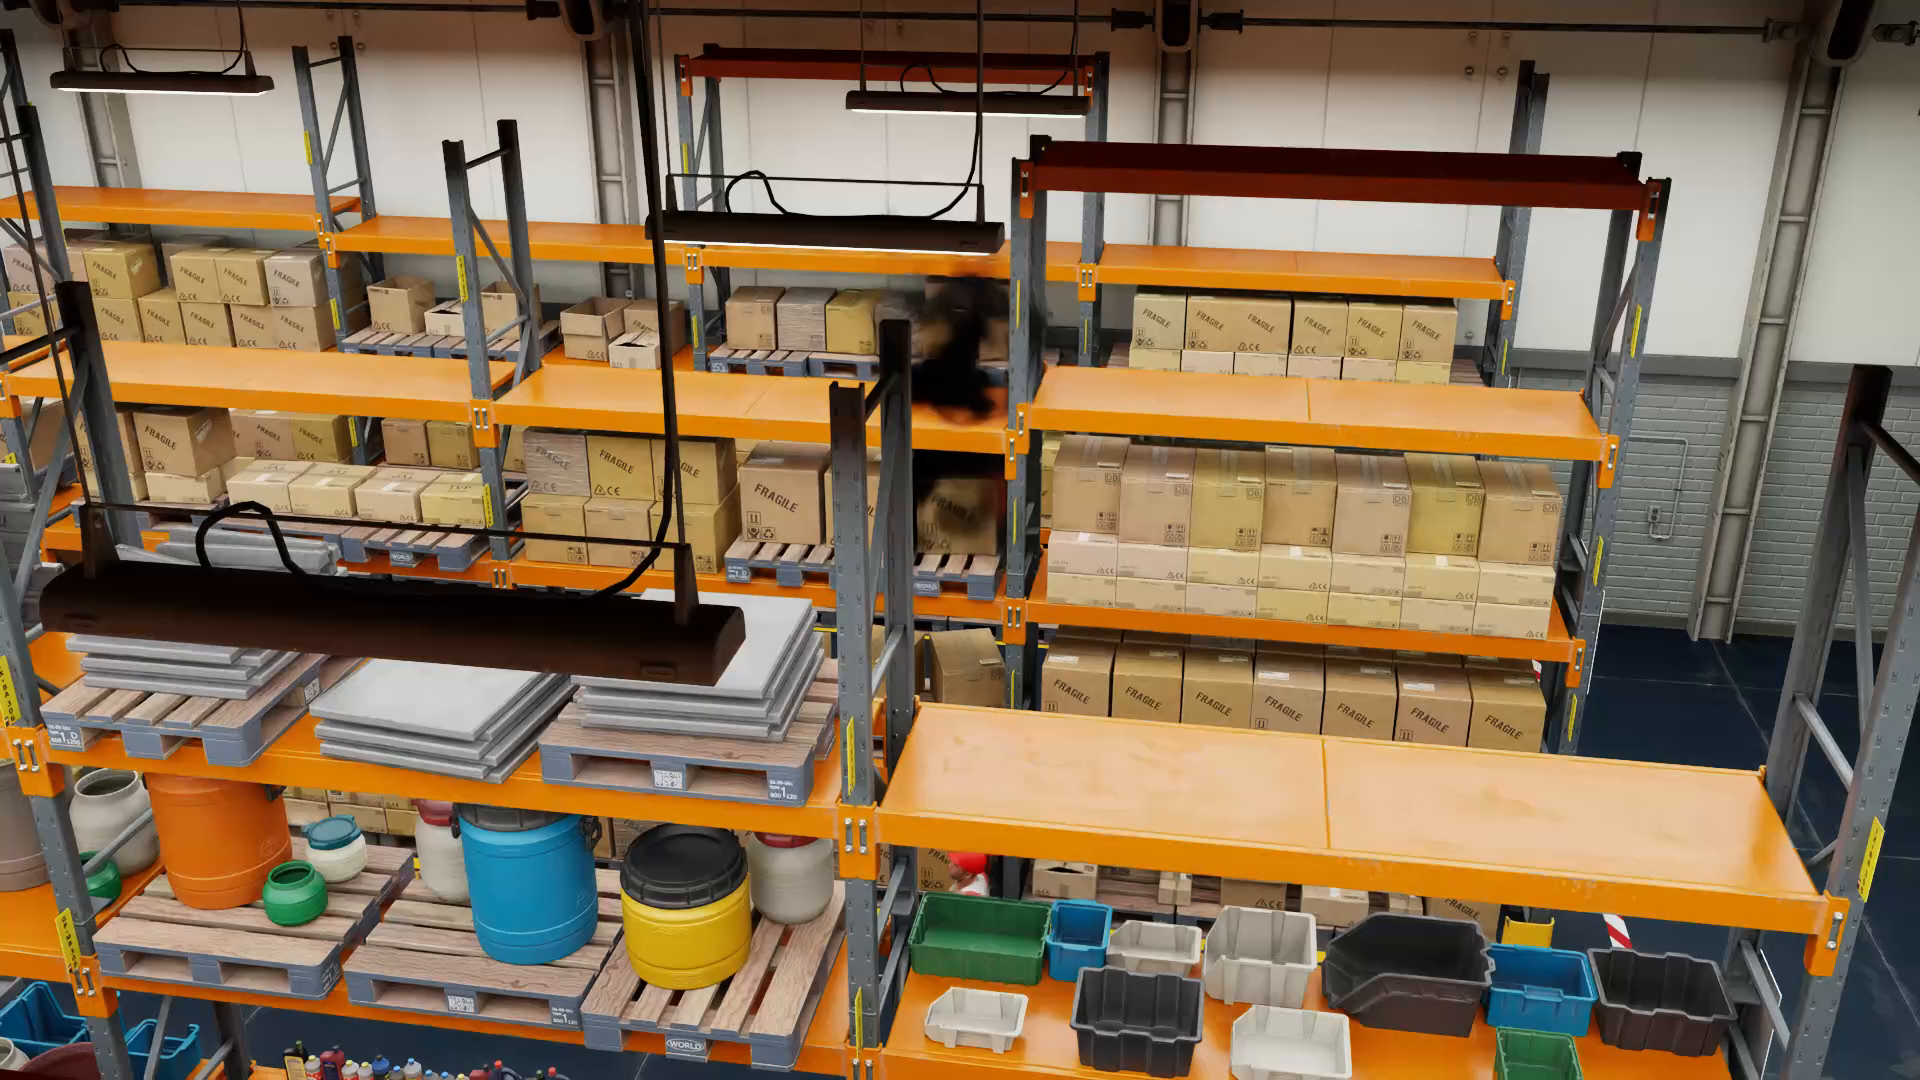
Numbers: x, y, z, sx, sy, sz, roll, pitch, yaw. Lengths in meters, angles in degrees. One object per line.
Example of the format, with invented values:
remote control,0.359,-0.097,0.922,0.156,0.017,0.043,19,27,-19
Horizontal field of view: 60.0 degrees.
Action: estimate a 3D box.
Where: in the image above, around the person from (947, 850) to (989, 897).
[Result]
person,0.057,2.841,11.448,0.708,1.742,0.659,1,23,2
